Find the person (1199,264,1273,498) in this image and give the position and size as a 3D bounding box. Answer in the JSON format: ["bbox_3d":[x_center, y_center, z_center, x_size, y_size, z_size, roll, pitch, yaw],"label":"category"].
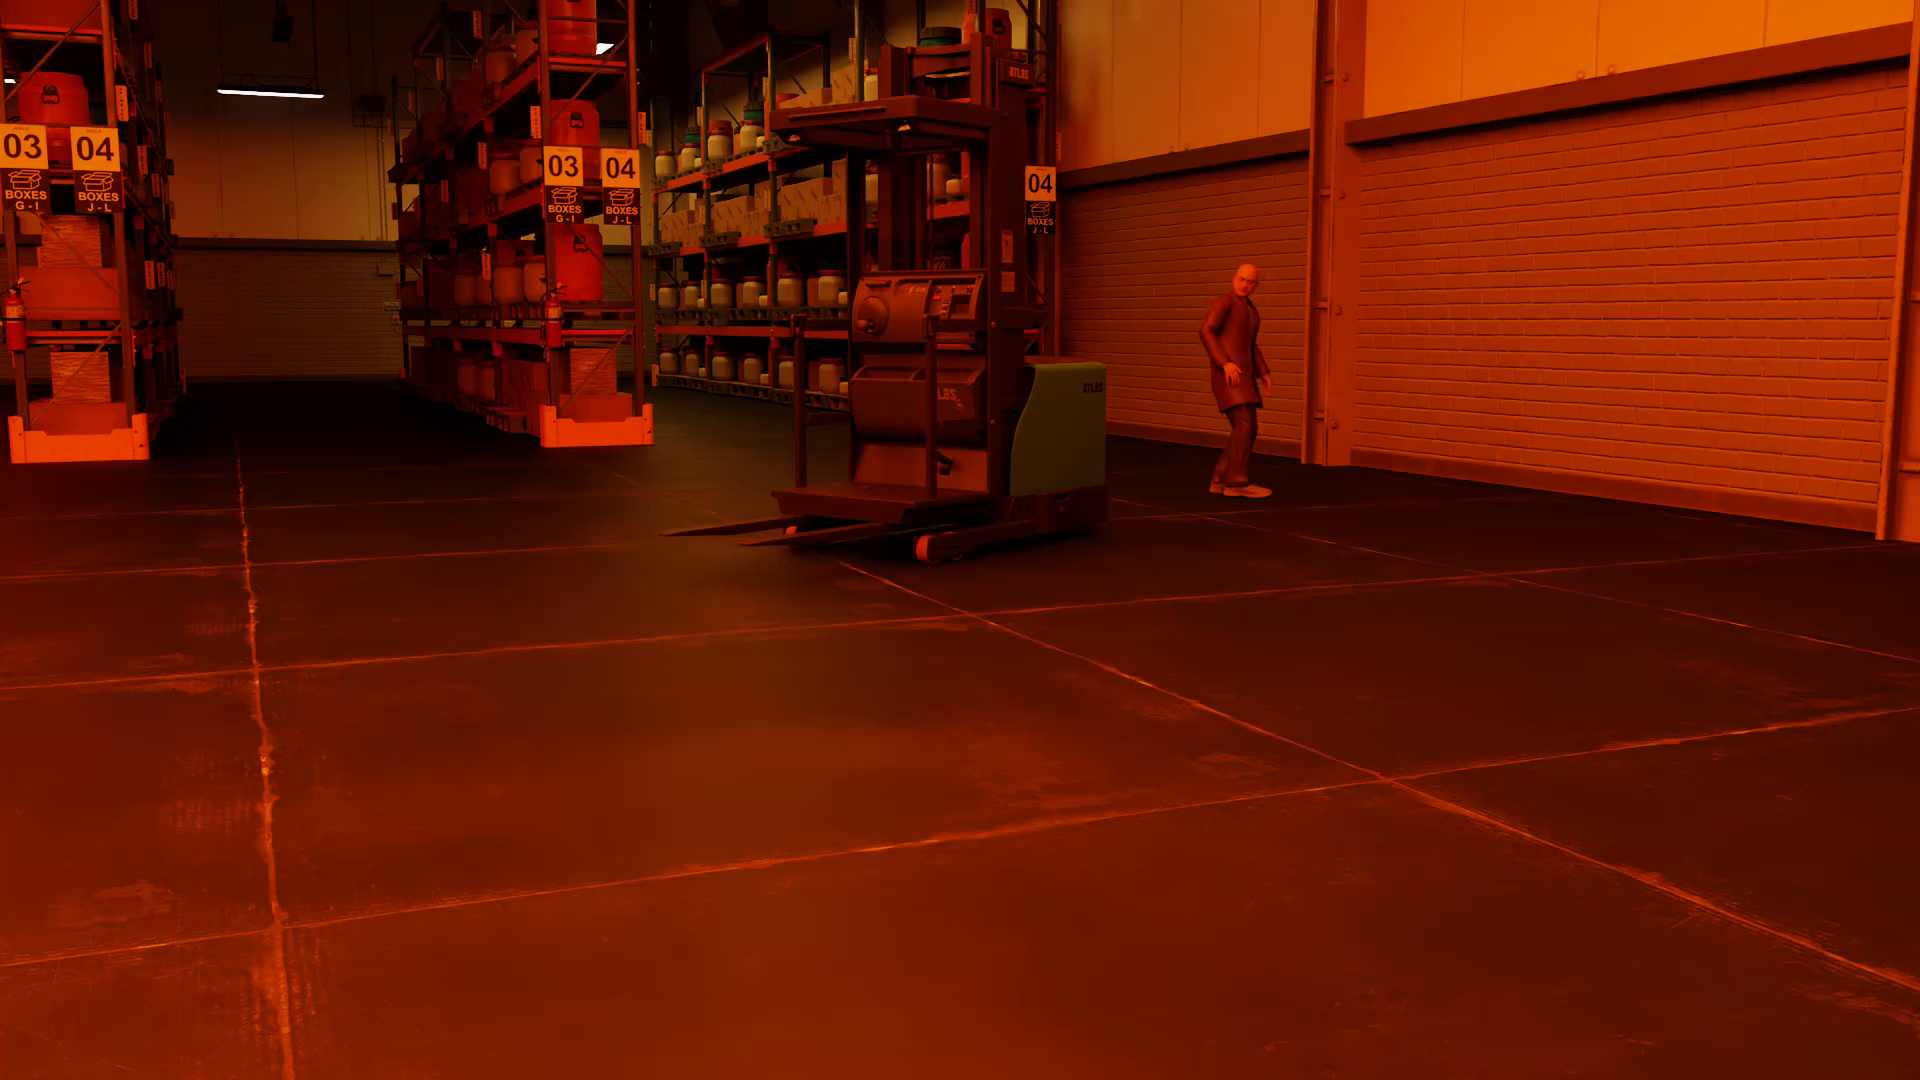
[{"bbox_3d":[2.177,-1.210,12.642,0.555,1.756,0.794,4,9,28],"label":"person"}]

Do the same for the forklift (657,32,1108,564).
[{"bbox_3d":[-0.380,-1.391,9.488,1.130,2.935,3.031,6,10,38],"label":"forklift"}]
